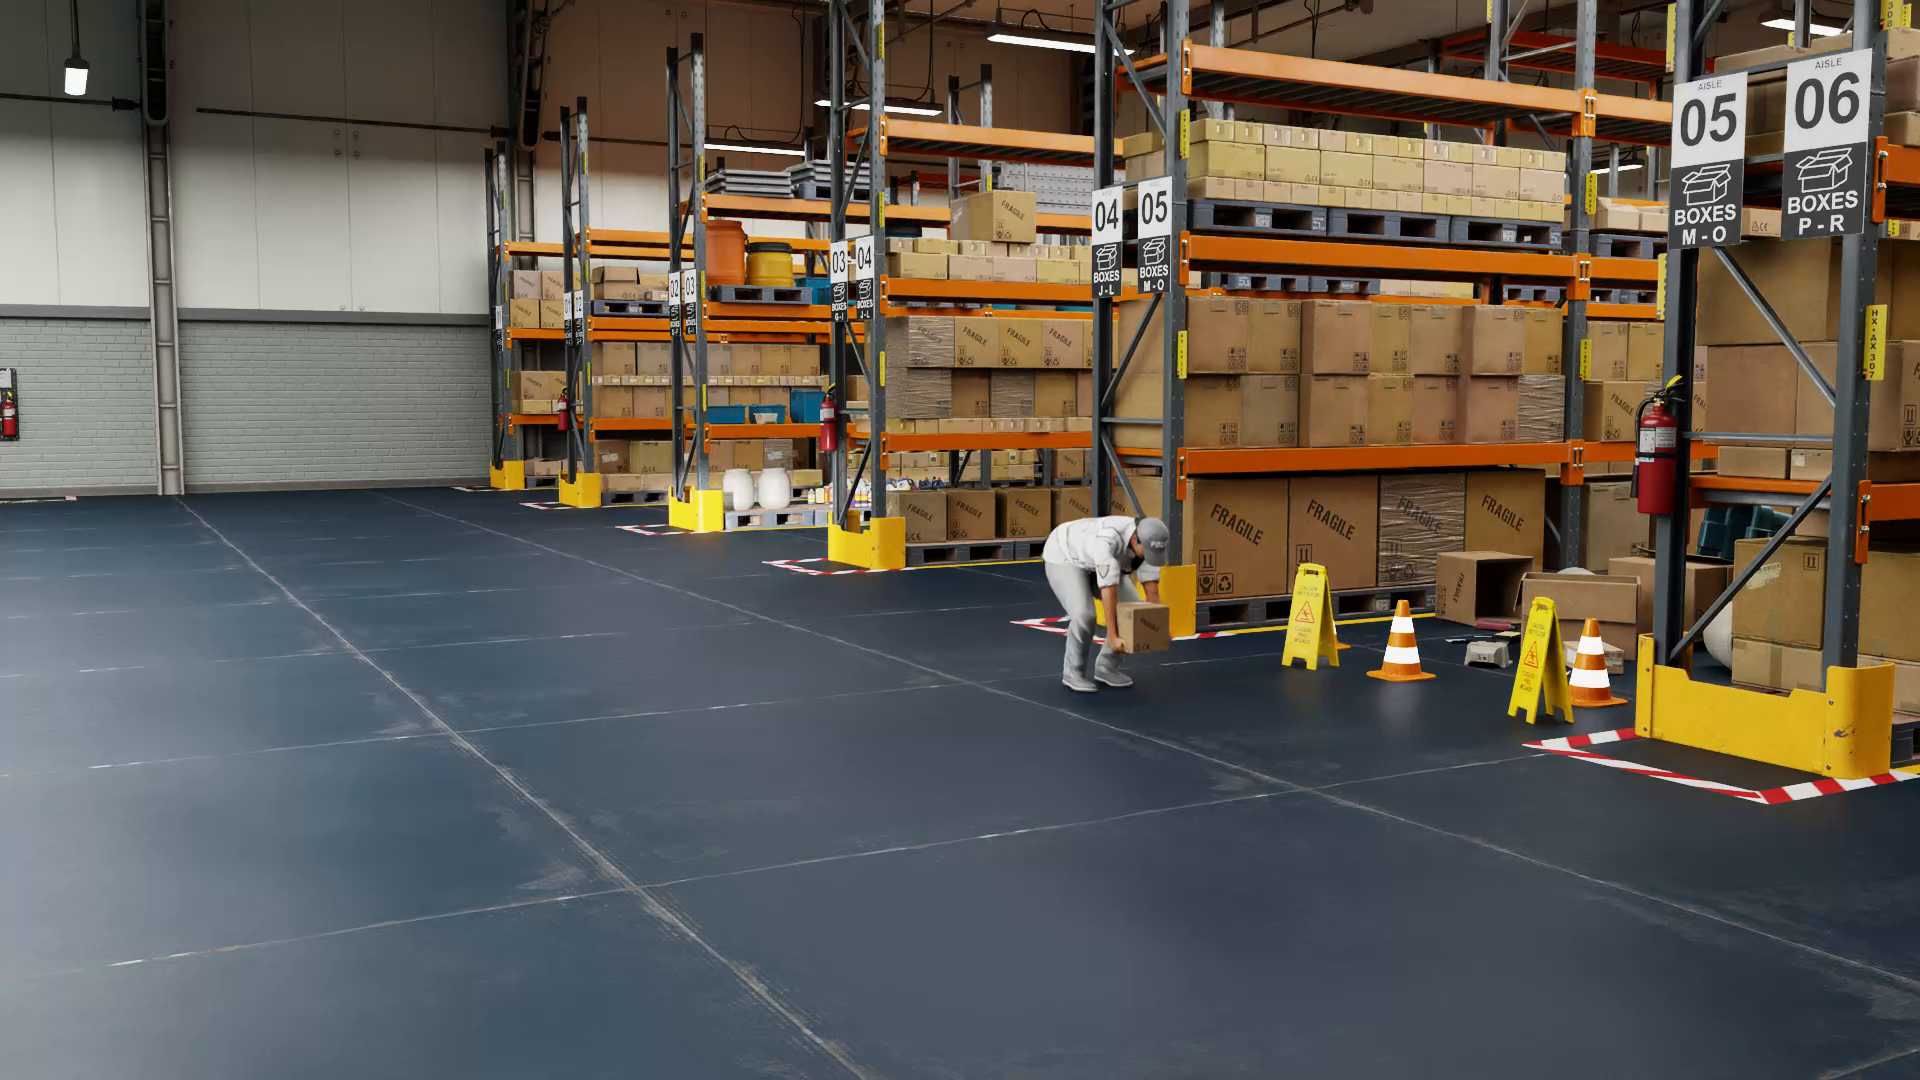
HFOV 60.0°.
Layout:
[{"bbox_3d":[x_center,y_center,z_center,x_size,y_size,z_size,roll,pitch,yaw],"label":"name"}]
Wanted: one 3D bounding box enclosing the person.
[{"bbox_3d":[0.866,0.358,9.565,0.504,1.032,0.937,-3,6,-32],"label":"person"}]
